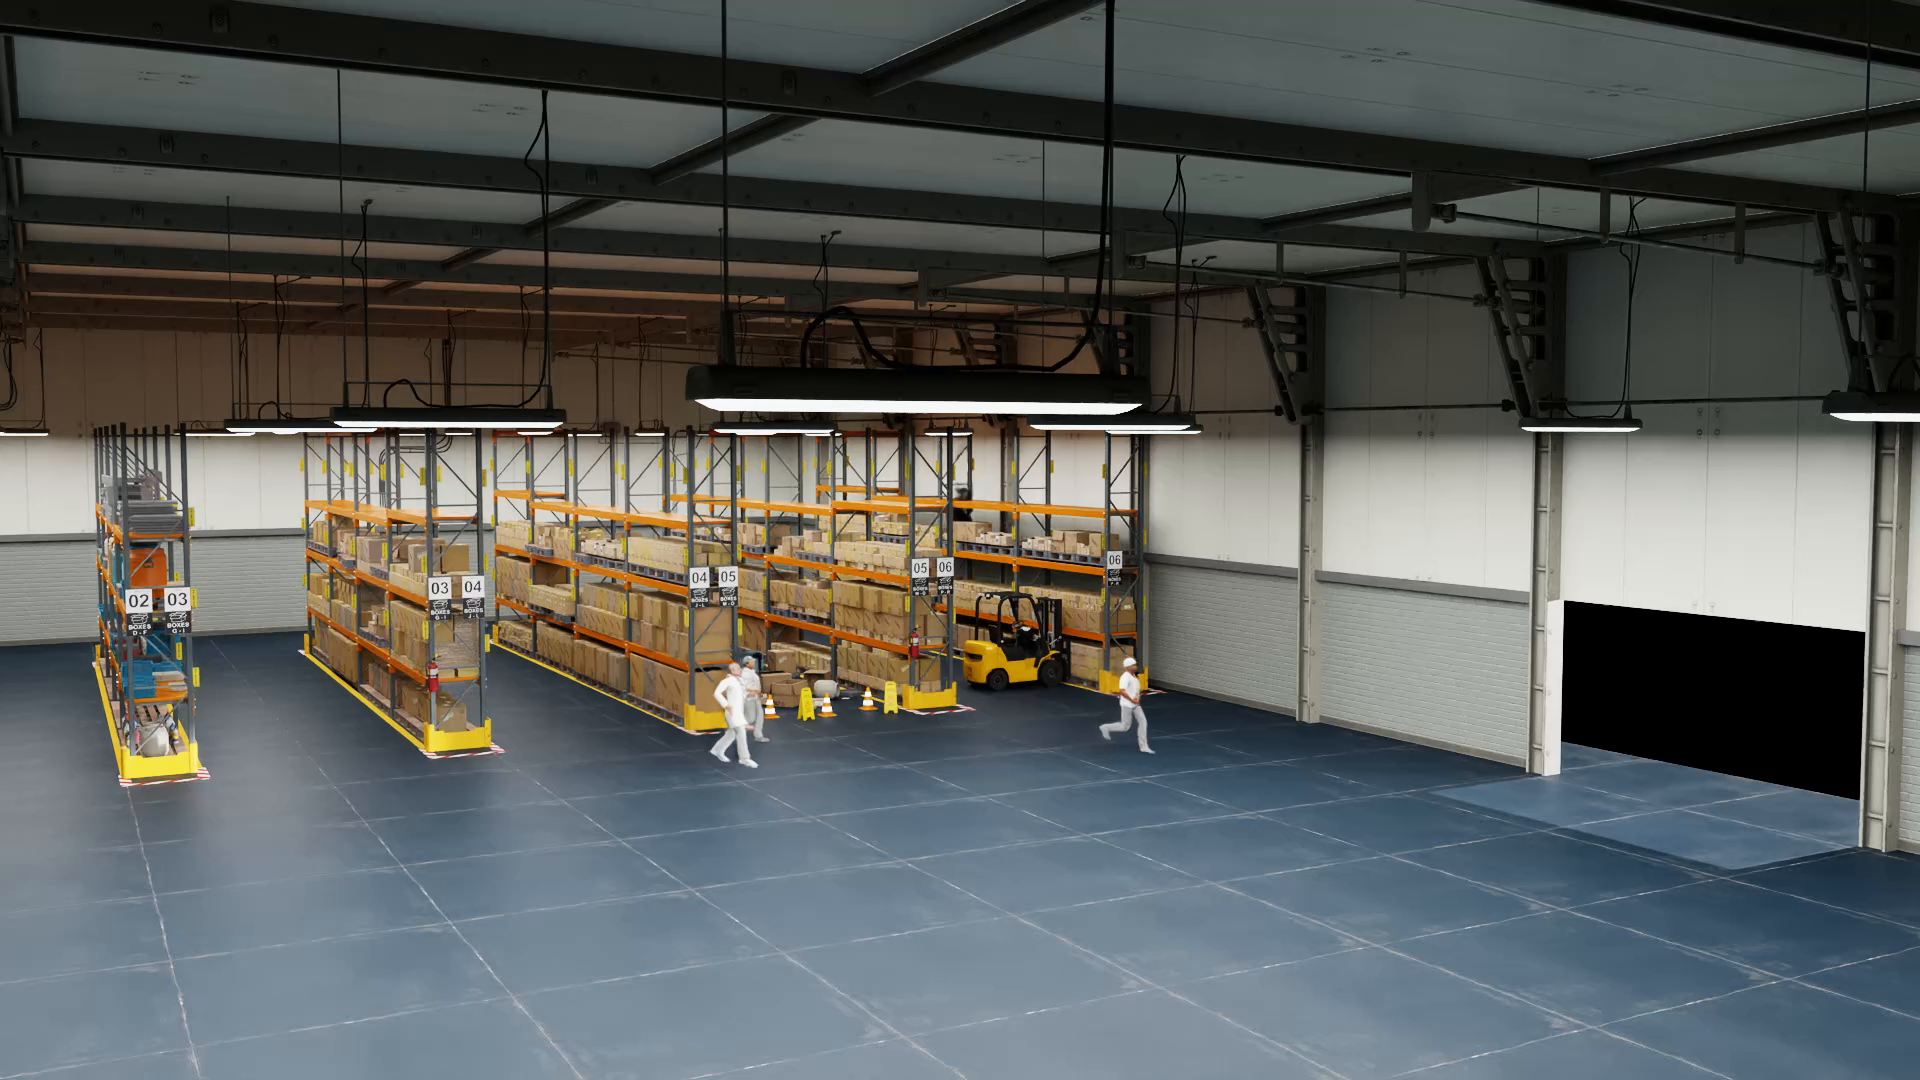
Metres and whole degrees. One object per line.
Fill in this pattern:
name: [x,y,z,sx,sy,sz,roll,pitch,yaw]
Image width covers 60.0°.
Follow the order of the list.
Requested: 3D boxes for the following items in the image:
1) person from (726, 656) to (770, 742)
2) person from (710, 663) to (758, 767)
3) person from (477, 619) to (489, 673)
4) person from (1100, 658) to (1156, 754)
person: [-3.996,3.000,31.443,0.816,1.637,0.608,1,3,9]
person: [-3.960,3.048,29.132,0.940,1.802,0.704,1,4,12]
person: [-11.892,2.402,40.887,0.592,1.730,0.840,-3,4,-37]
person: [3.080,3.031,30.446,1.053,1.753,0.676,2,4,28]
